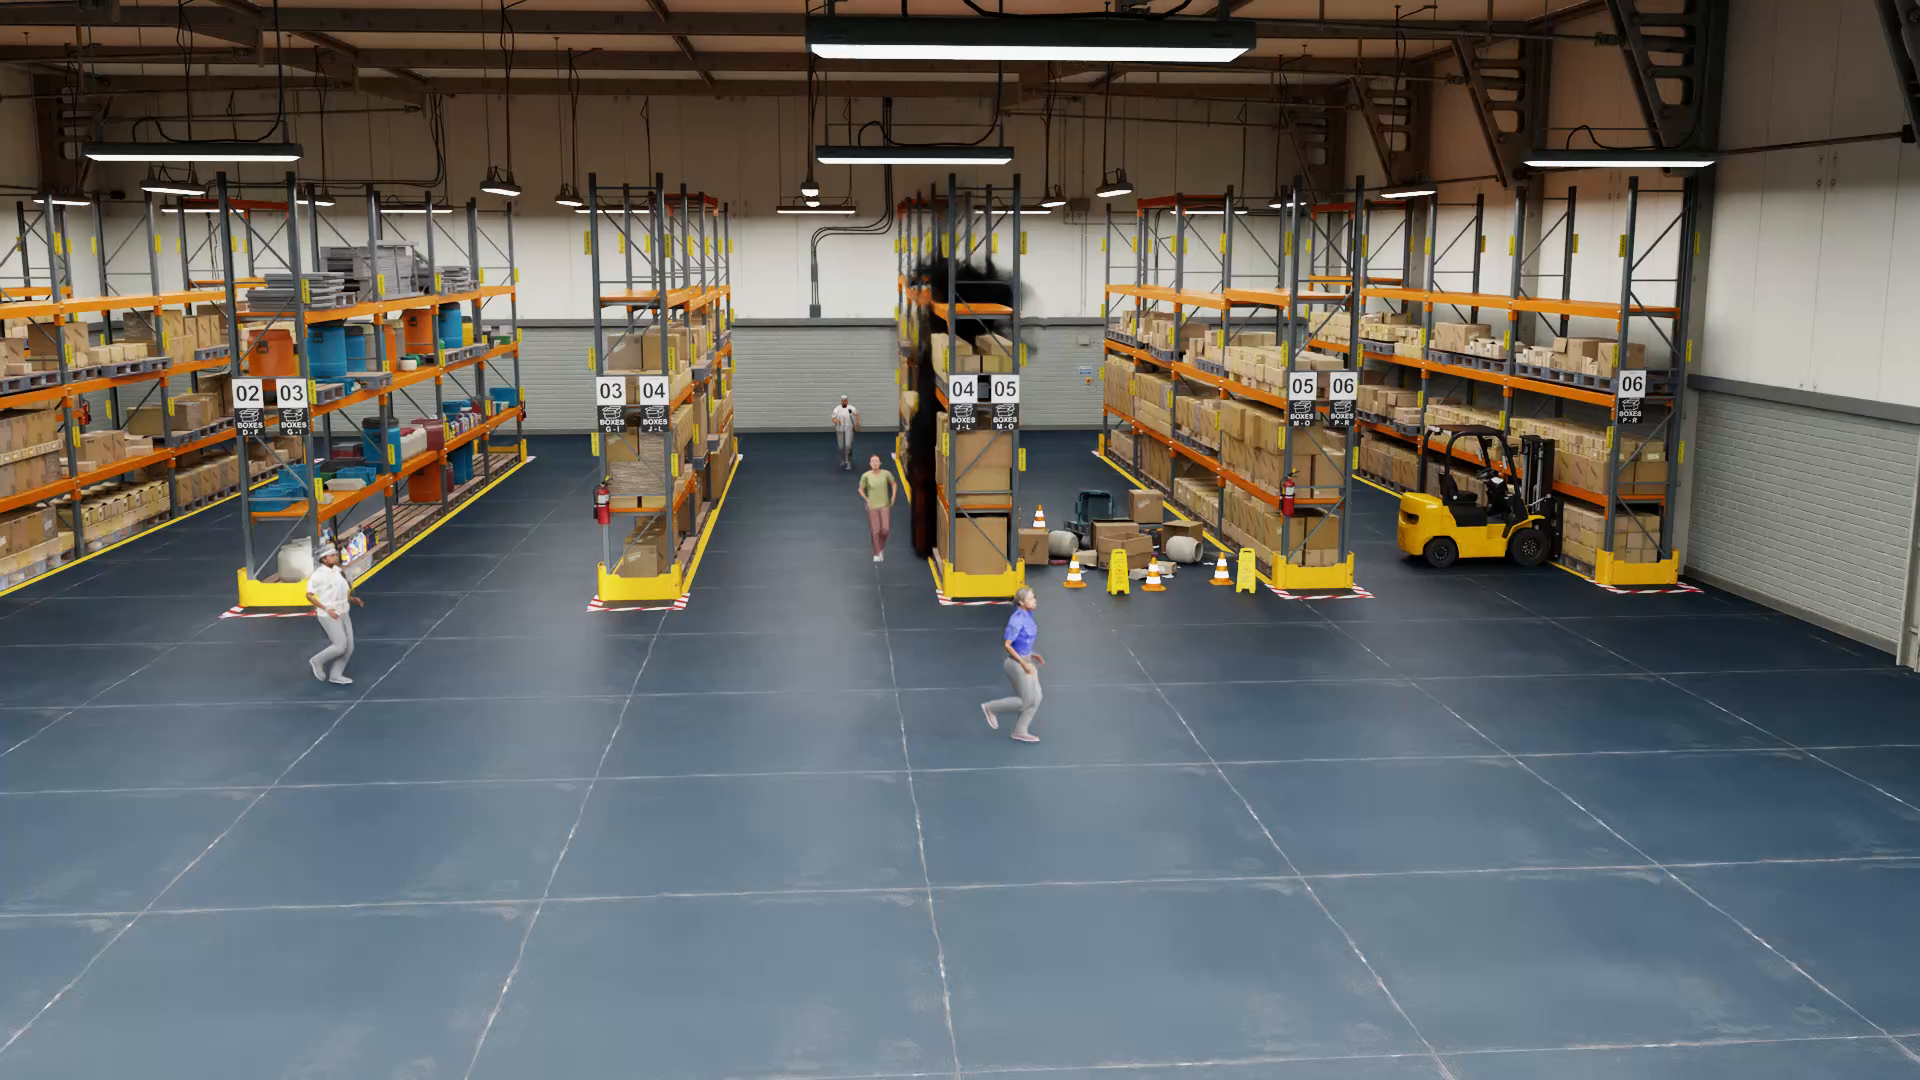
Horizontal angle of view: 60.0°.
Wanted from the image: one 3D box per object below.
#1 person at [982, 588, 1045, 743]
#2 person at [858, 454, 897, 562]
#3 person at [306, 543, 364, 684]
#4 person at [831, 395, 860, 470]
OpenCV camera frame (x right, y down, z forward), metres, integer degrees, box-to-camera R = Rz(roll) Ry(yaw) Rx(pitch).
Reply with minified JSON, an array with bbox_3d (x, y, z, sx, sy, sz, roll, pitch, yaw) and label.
[{"bbox_3d":[0.542,1.268,16.962,0.592,1.608,0.558,3,11,17],"label":"person"},{"bbox_3d":[-1.233,-0.476,25.040,0.590,1.645,0.512,-1,10,-6],"label":"person"},{"bbox_3d":[-7.193,0.850,19.138,0.574,1.646,0.572,2,10,14],"label":"person"},{"bbox_3d":[-2.606,-2.428,37.806,0.618,1.740,0.738,1,10,4],"label":"person"}]
